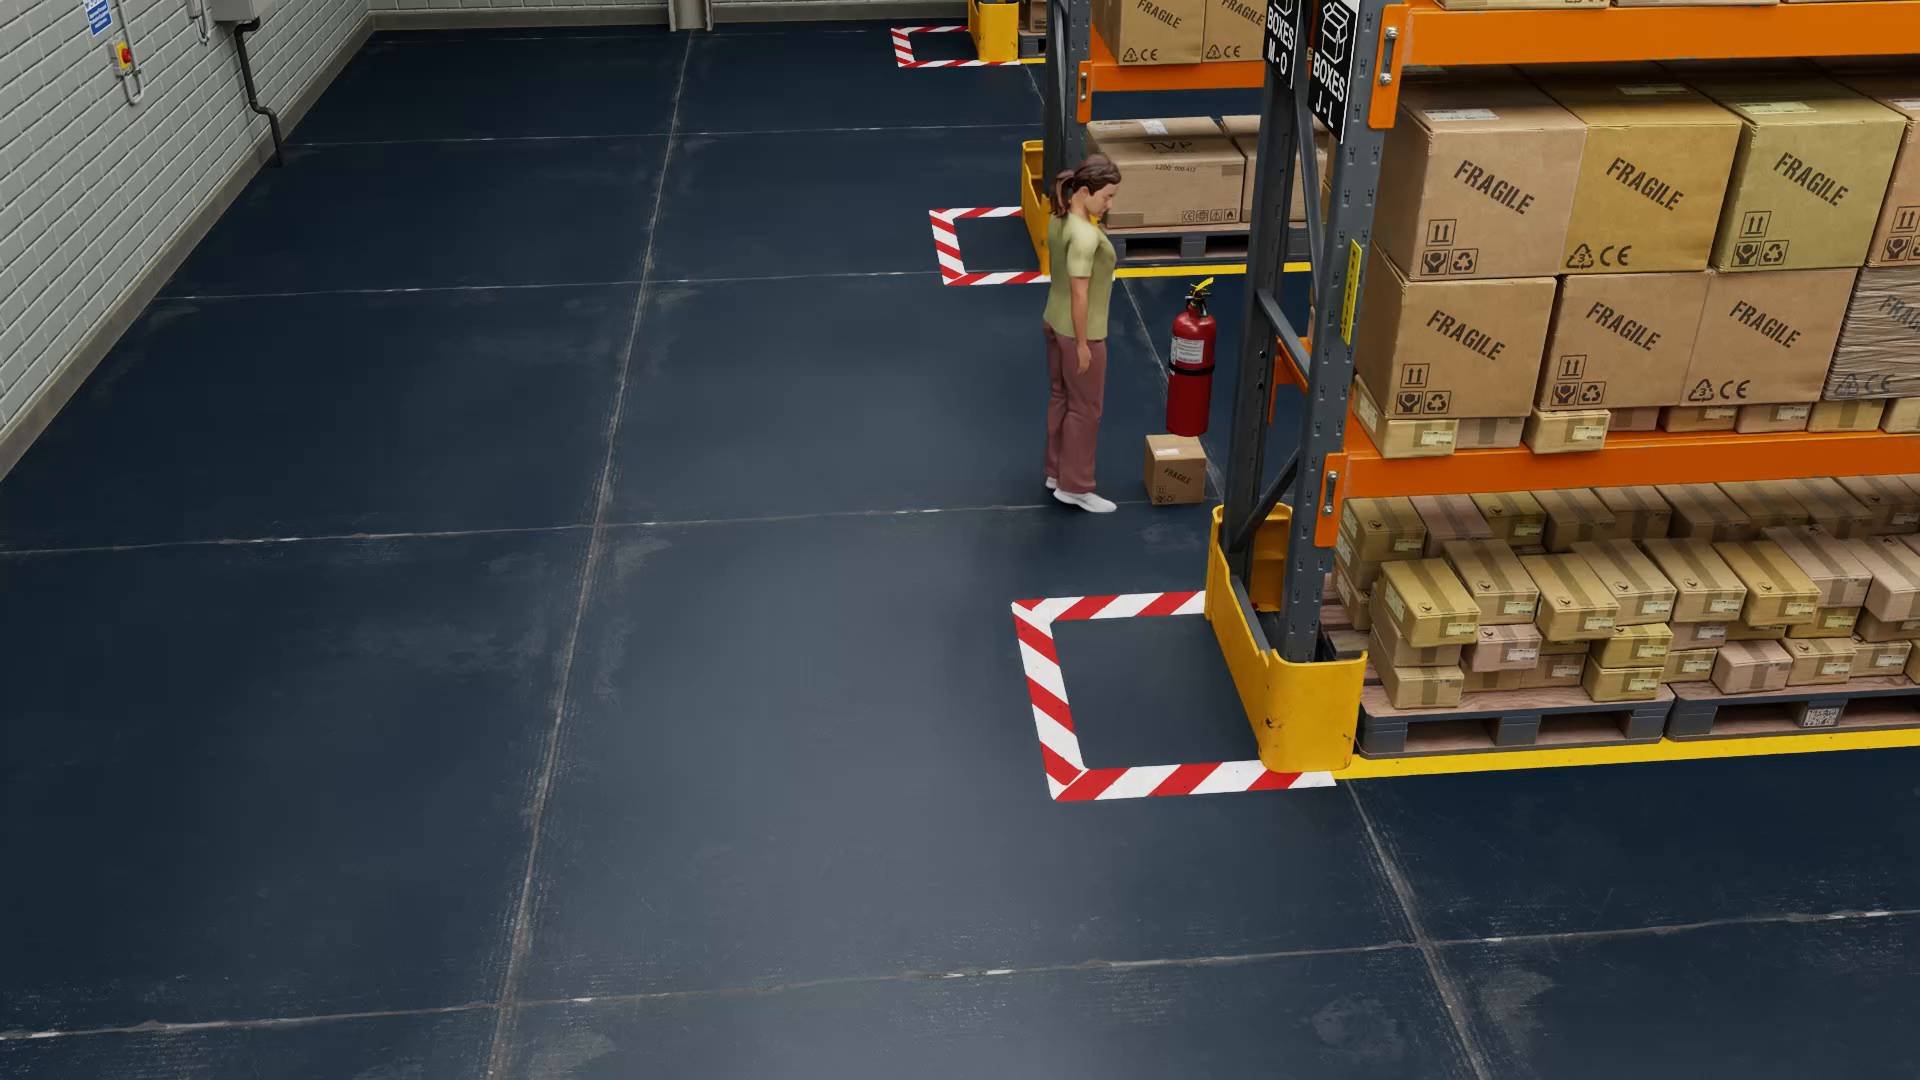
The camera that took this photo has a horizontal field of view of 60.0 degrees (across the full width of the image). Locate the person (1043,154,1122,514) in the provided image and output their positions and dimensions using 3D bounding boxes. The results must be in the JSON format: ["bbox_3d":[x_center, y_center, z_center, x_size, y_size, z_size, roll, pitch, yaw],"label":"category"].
[{"bbox_3d":[0.537,-0.955,7.712,0.334,1.706,0.534,-11,33,-17],"label":"person"}]
